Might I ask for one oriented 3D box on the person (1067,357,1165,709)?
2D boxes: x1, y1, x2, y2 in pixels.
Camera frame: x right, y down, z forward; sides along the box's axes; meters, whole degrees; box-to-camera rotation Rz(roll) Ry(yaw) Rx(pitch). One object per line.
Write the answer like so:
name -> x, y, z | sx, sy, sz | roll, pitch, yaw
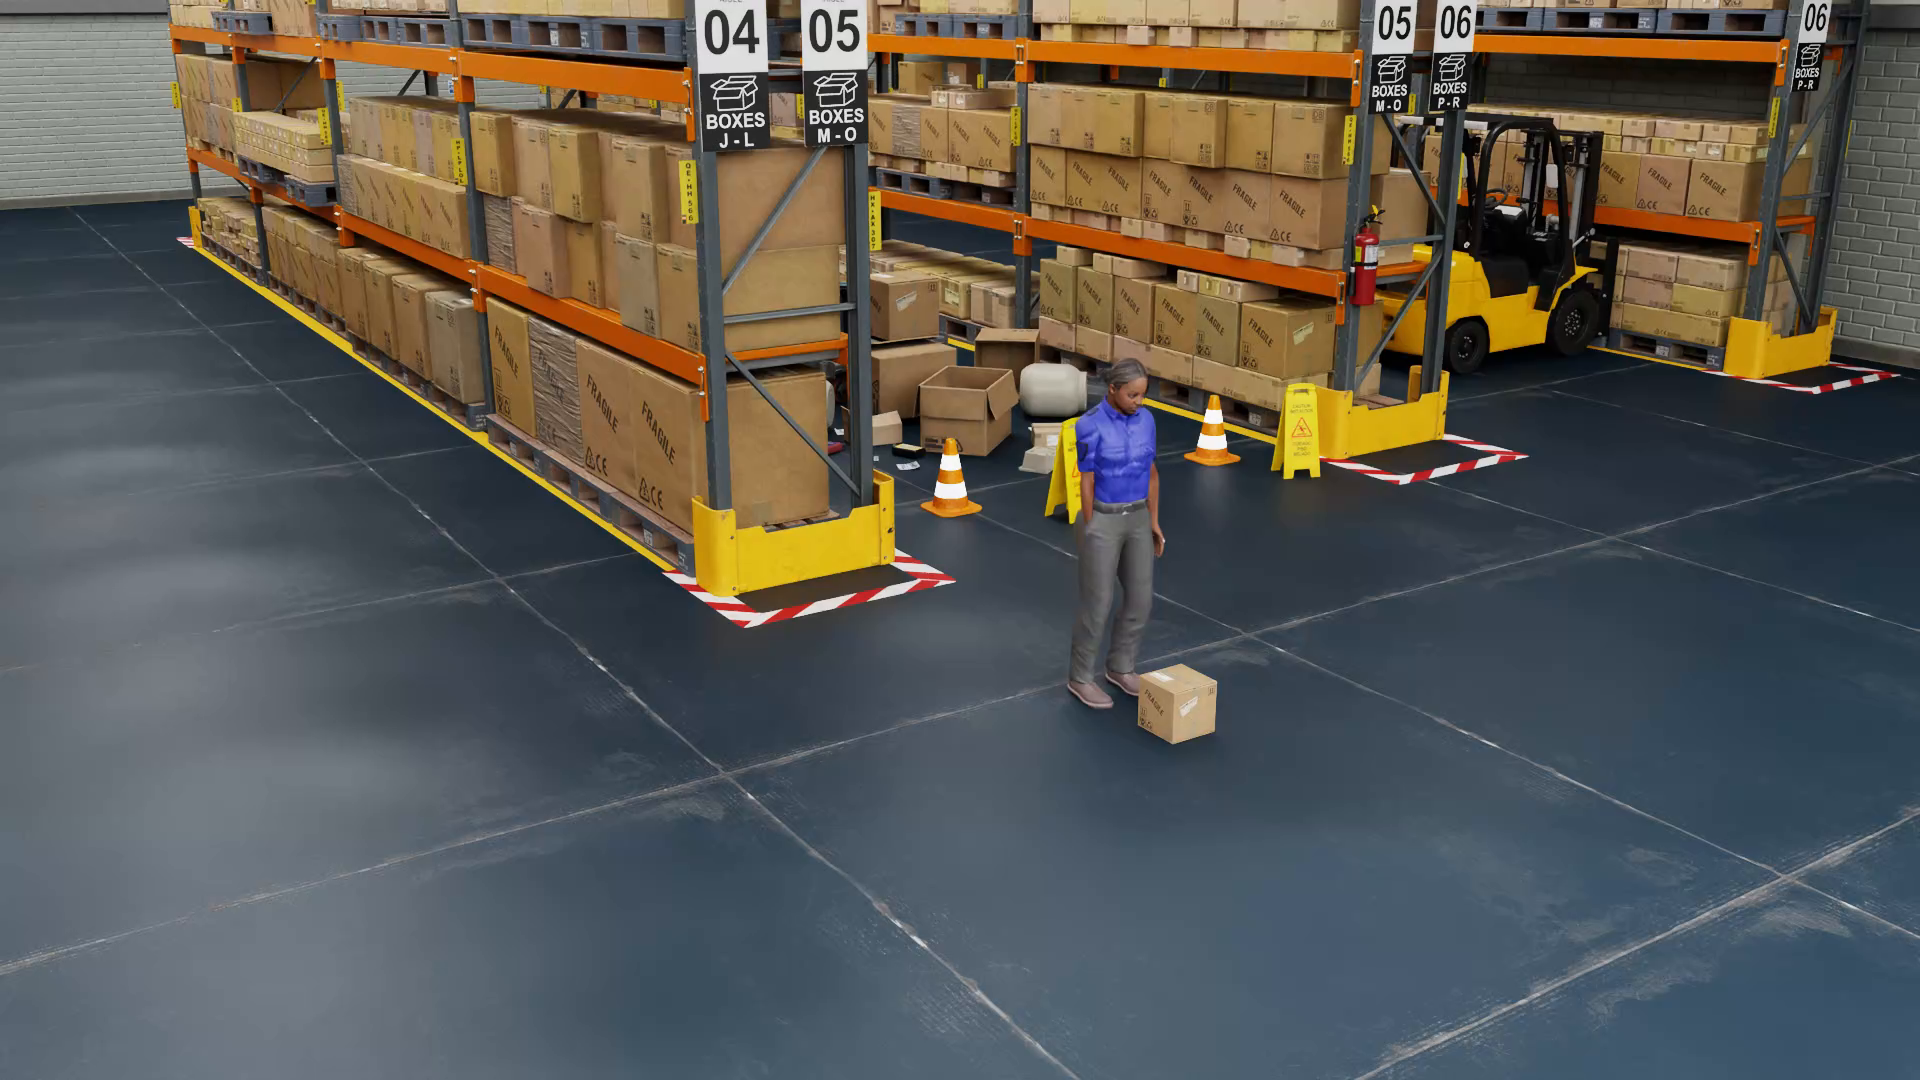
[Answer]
person -> 0.738, -0.046, 7.738 | 0.441, 1.646, 0.309 | -11, 21, -30
